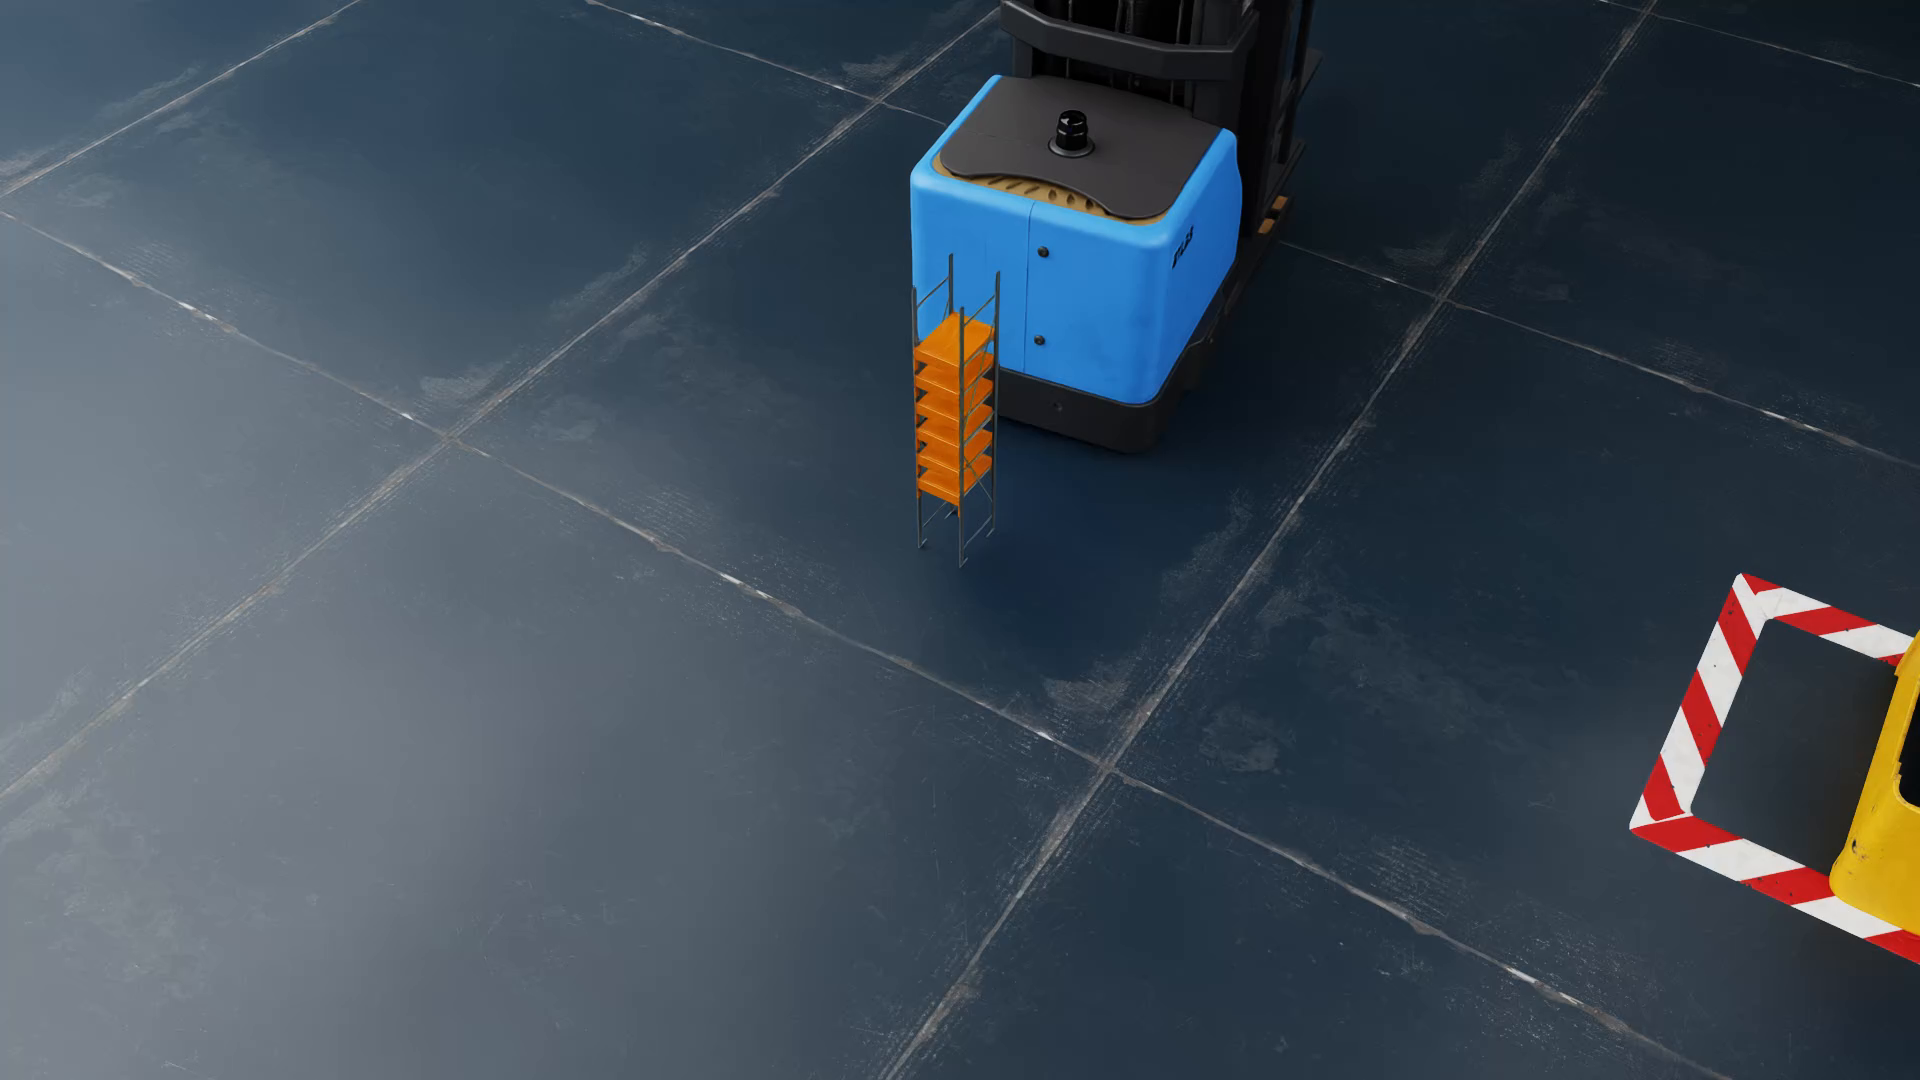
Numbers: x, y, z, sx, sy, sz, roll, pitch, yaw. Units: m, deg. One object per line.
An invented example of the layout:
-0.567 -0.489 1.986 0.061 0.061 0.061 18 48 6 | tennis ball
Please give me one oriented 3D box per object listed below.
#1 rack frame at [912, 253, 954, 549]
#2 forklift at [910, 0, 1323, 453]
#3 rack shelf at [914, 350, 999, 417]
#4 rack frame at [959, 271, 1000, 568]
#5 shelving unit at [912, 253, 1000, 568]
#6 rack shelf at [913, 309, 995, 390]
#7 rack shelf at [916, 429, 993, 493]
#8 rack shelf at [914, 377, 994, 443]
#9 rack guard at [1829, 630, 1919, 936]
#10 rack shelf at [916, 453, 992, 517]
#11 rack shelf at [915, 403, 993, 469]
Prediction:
-0.089 -0.459 5.860 0.006 1.200 0.240 25 51 22 | rack frame
0.875 -2.428 6.565 1.130 2.935 3.031 18 49 17 | forklift
-0.012 -0.560 5.685 0.180 0.103 0.258 25 51 22 | rack shelf
0.065 -0.388 5.791 0.006 1.200 0.240 25 51 22 | rack frame
-0.012 -0.424 5.825 0.189 1.200 0.258 25 51 22 | shelving unit
-0.012 -0.644 5.599 0.180 0.103 0.258 25 51 22 | rack shelf
-0.012 -0.309 5.943 0.180 0.103 0.258 25 51 22 | rack shelf
-0.012 -0.476 5.771 0.180 0.103 0.258 25 51 22 | rack shelf
3.154 0.641 5.279 0.348 0.500 1.175 25 51 22 | rack guard
-0.012 -0.226 6.029 0.180 0.103 0.258 25 51 22 | rack shelf
-0.012 -0.393 5.857 0.180 0.103 0.258 25 51 22 | rack shelf
